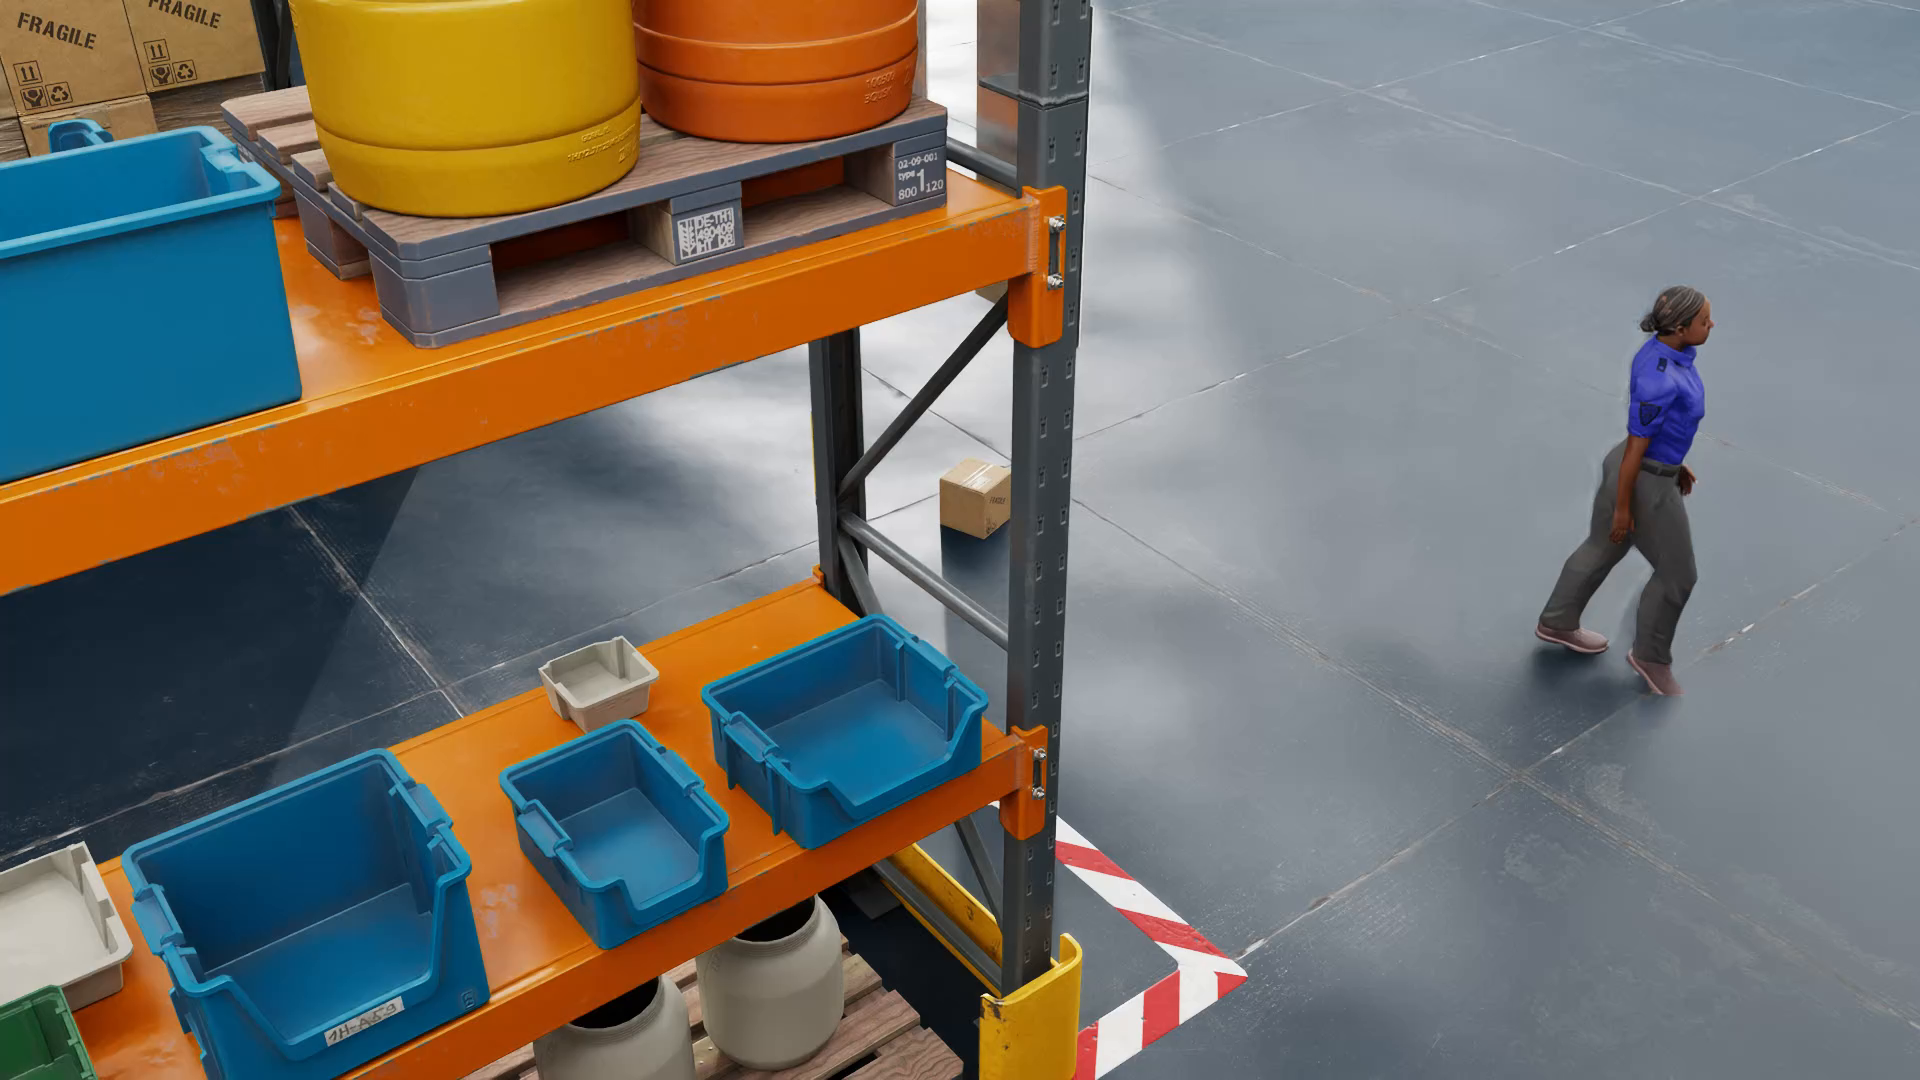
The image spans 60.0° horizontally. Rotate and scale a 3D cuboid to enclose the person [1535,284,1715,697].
[{"bbox_3d":[2.692,-0.184,6.468,0.608,1.723,0.487,10,34,15],"label":"person"}]
